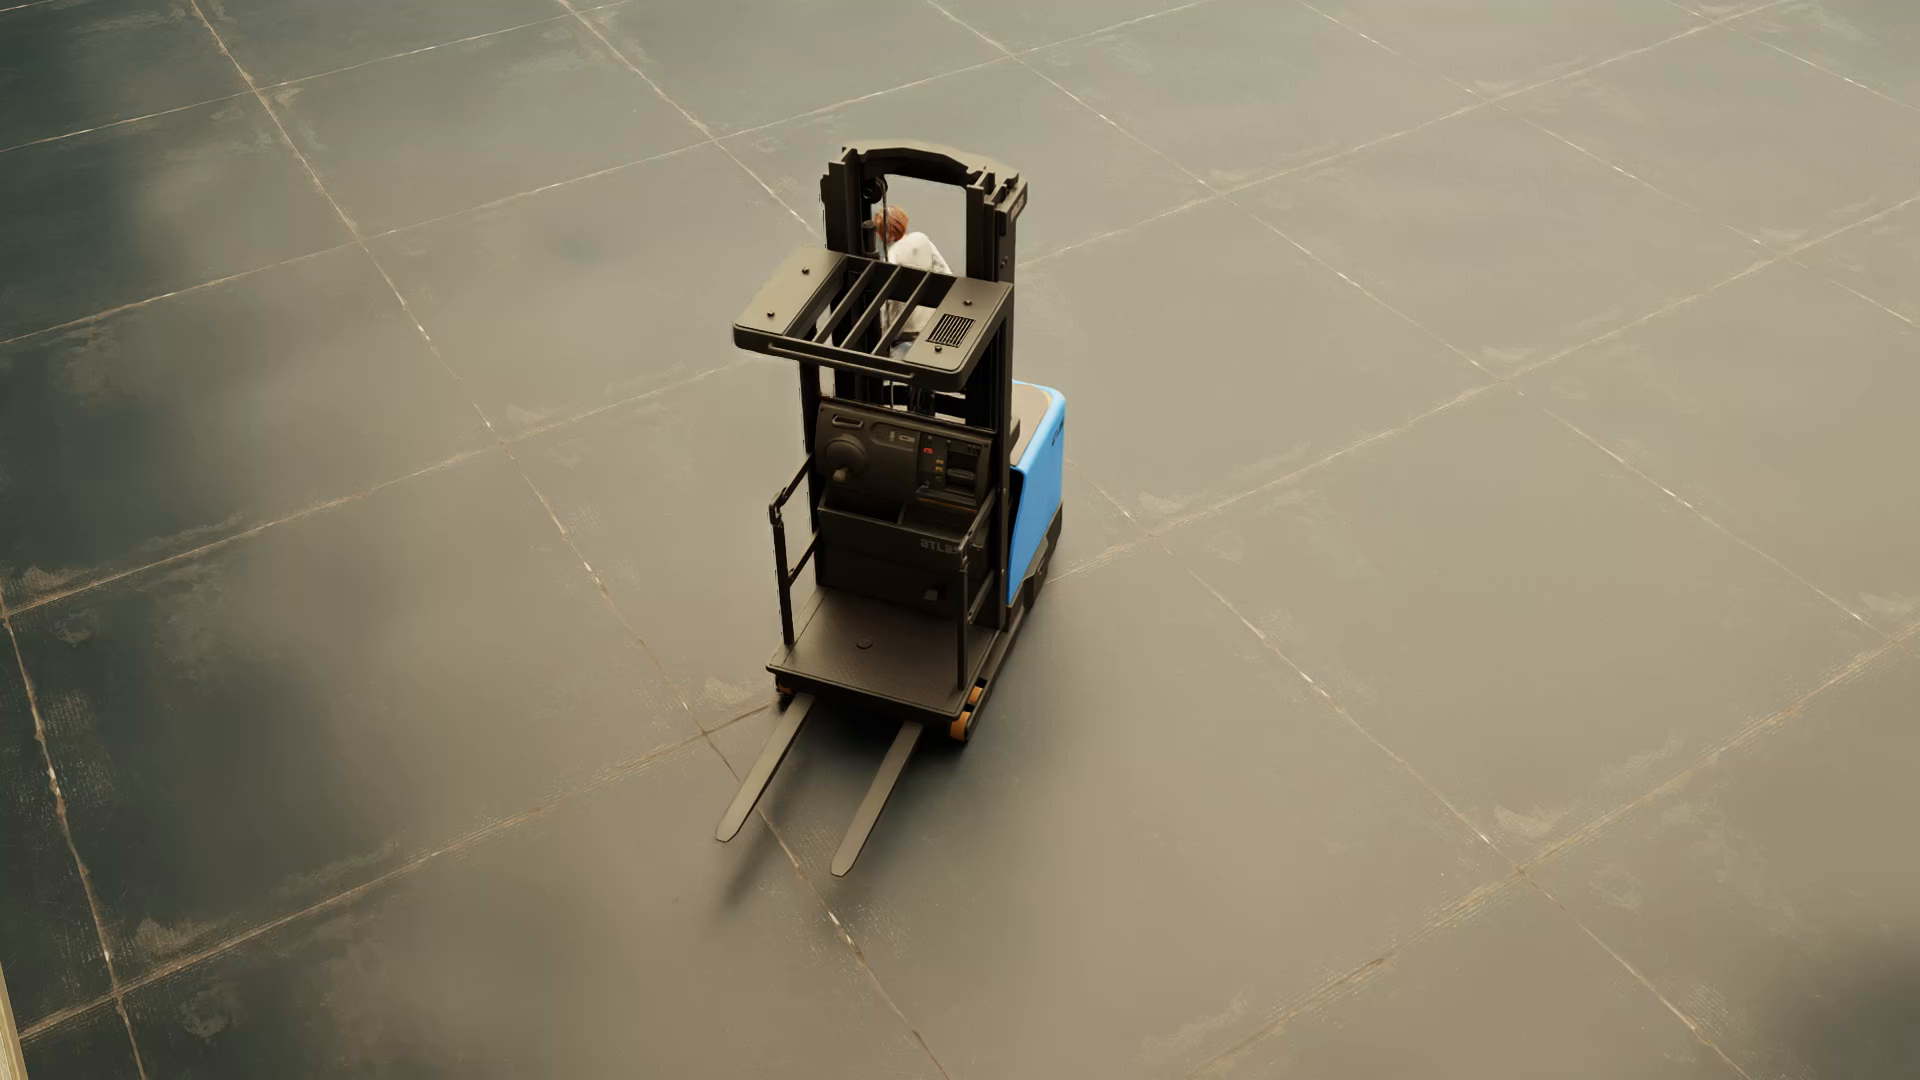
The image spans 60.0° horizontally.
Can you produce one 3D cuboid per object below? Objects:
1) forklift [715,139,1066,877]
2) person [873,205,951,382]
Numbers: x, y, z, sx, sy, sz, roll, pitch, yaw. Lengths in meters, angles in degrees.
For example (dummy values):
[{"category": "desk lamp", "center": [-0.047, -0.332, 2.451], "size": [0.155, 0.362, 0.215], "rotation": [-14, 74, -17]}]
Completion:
[{"category": "forklift", "center": [-0.364, -0.341, 8.261], "size": [1.130, 2.935, 3.031], "rotation": [13, 43, 15]}, {"category": "person", "center": [-0.277, -1.471, 10.728], "size": [0.822, 1.418, 0.476], "rotation": [-27, 48, -28]}]
